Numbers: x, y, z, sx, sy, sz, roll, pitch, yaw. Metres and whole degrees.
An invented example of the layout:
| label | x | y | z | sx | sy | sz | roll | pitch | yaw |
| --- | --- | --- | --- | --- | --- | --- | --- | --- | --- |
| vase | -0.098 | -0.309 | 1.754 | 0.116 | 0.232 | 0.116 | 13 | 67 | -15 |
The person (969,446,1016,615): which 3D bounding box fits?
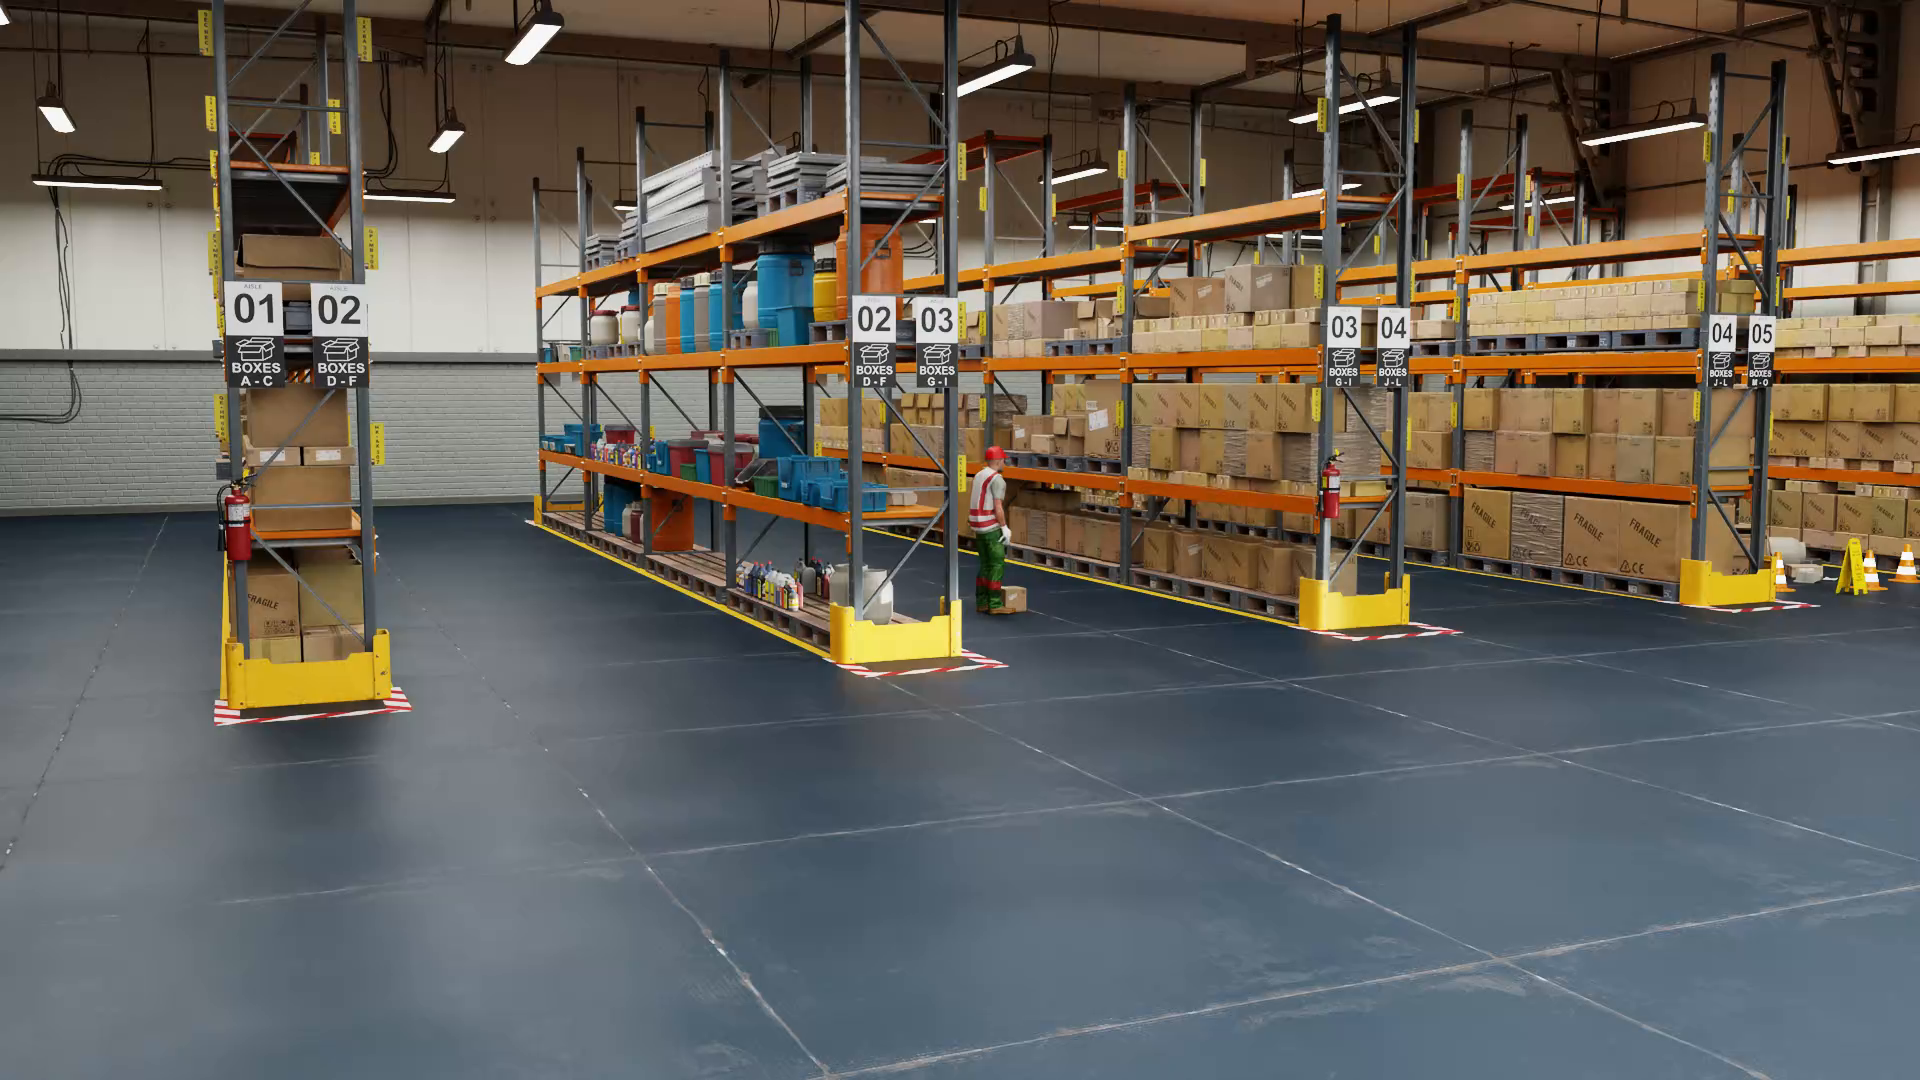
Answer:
| label | x | y | z | sx | sy | sz | roll | pitch | yaw |
| --- | --- | --- | --- | --- | --- | --- | --- | --- | --- |
| person | 0.339 | -0.113 | 17.825 | 0.445 | 1.781 | 0.621 | -3 | 6 | -27 |
